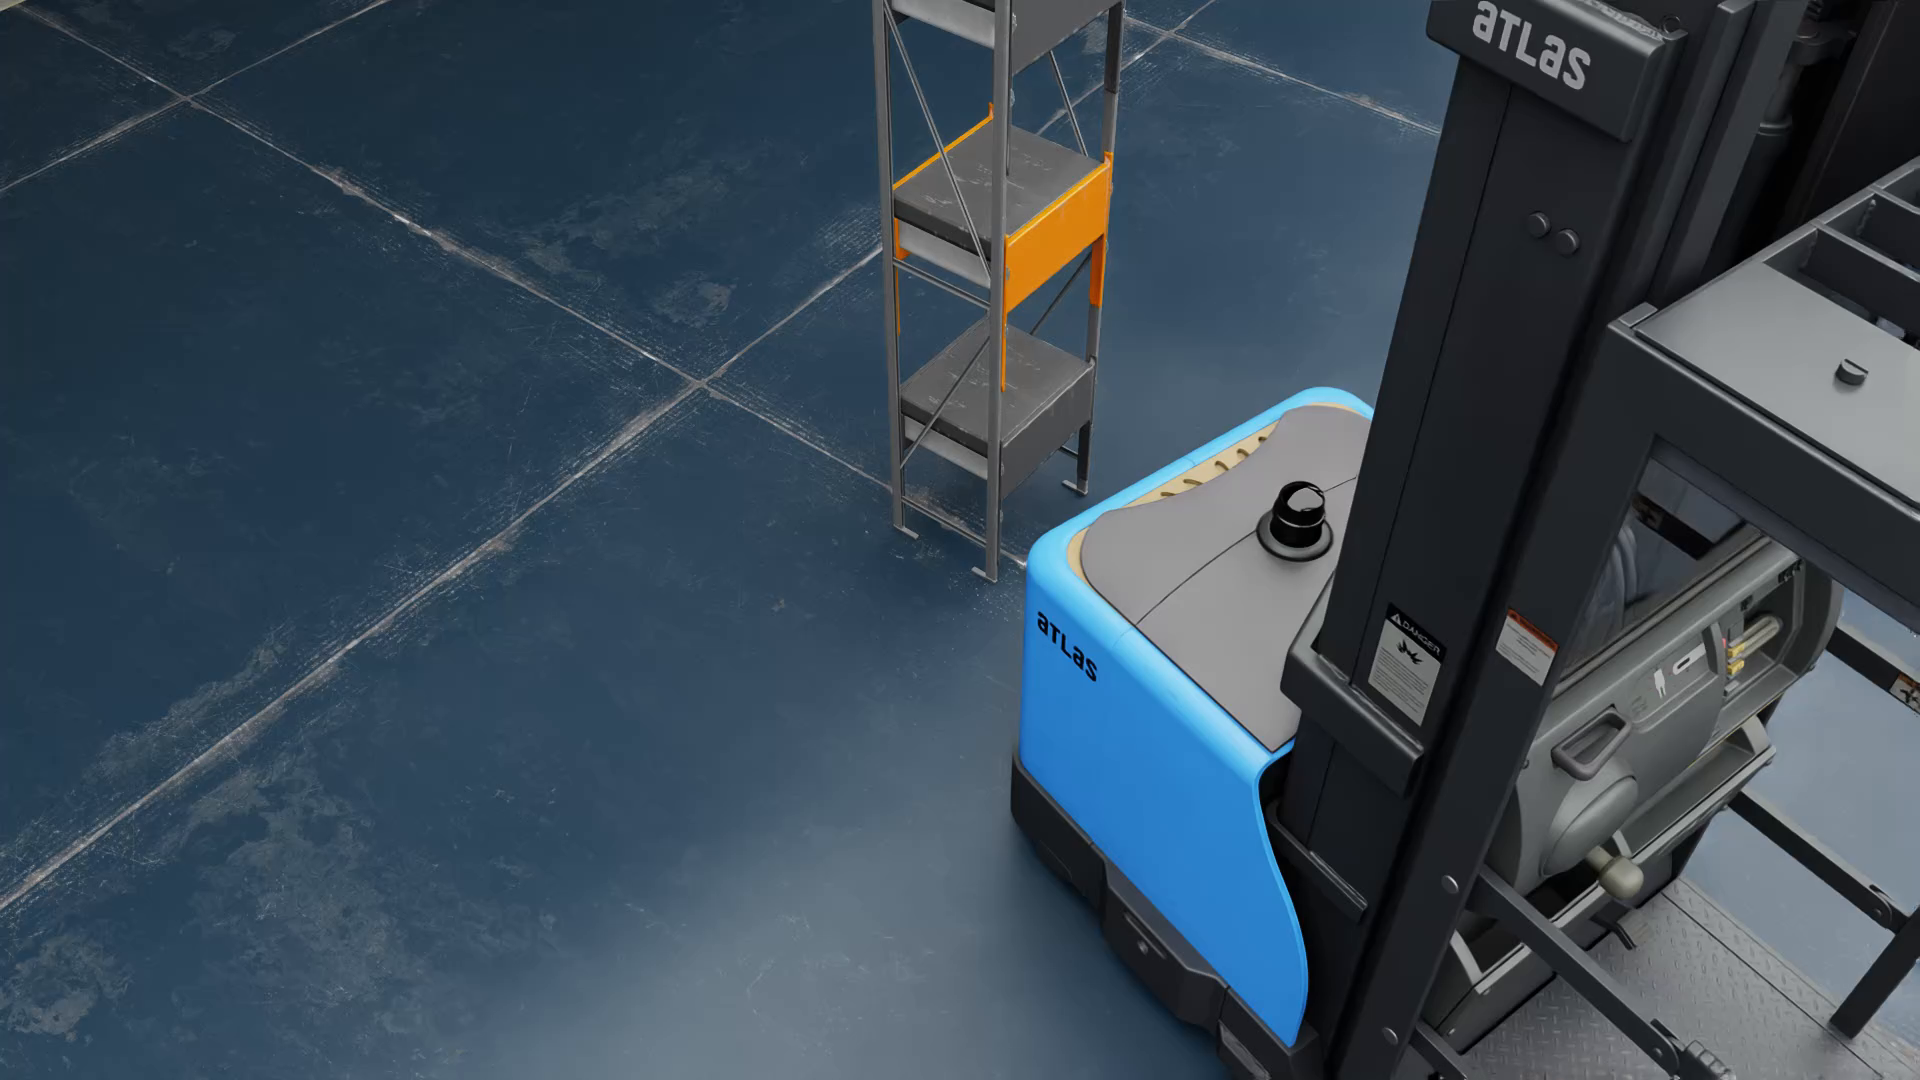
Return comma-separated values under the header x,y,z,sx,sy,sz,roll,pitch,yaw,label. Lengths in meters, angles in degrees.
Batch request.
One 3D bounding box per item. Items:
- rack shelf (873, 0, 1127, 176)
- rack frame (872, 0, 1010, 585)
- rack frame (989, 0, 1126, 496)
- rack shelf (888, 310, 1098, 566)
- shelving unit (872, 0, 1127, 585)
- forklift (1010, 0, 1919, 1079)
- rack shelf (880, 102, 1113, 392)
x,y,z,sx,sy,sz,roll,pitch,yaw,label
0.101,-1.294,4.085,0.431,0.518,0.480,29,53,25,rack shelf
-0.048,-0.680,4.448,0.400,2.100,0.015,29,53,25,rack frame
0.250,-0.960,4.715,0.400,2.100,0.015,29,53,25,rack frame
0.101,-0.327,5.097,0.431,0.518,0.480,29,53,25,rack shelf
0.101,-0.820,4.581,0.431,2.100,0.503,29,53,25,shelving unit
1.420,0.384,2.856,1.130,2.935,3.031,-28,53,-24,forklift
0.101,-0.811,4.591,0.431,0.518,0.480,29,53,25,rack shelf
